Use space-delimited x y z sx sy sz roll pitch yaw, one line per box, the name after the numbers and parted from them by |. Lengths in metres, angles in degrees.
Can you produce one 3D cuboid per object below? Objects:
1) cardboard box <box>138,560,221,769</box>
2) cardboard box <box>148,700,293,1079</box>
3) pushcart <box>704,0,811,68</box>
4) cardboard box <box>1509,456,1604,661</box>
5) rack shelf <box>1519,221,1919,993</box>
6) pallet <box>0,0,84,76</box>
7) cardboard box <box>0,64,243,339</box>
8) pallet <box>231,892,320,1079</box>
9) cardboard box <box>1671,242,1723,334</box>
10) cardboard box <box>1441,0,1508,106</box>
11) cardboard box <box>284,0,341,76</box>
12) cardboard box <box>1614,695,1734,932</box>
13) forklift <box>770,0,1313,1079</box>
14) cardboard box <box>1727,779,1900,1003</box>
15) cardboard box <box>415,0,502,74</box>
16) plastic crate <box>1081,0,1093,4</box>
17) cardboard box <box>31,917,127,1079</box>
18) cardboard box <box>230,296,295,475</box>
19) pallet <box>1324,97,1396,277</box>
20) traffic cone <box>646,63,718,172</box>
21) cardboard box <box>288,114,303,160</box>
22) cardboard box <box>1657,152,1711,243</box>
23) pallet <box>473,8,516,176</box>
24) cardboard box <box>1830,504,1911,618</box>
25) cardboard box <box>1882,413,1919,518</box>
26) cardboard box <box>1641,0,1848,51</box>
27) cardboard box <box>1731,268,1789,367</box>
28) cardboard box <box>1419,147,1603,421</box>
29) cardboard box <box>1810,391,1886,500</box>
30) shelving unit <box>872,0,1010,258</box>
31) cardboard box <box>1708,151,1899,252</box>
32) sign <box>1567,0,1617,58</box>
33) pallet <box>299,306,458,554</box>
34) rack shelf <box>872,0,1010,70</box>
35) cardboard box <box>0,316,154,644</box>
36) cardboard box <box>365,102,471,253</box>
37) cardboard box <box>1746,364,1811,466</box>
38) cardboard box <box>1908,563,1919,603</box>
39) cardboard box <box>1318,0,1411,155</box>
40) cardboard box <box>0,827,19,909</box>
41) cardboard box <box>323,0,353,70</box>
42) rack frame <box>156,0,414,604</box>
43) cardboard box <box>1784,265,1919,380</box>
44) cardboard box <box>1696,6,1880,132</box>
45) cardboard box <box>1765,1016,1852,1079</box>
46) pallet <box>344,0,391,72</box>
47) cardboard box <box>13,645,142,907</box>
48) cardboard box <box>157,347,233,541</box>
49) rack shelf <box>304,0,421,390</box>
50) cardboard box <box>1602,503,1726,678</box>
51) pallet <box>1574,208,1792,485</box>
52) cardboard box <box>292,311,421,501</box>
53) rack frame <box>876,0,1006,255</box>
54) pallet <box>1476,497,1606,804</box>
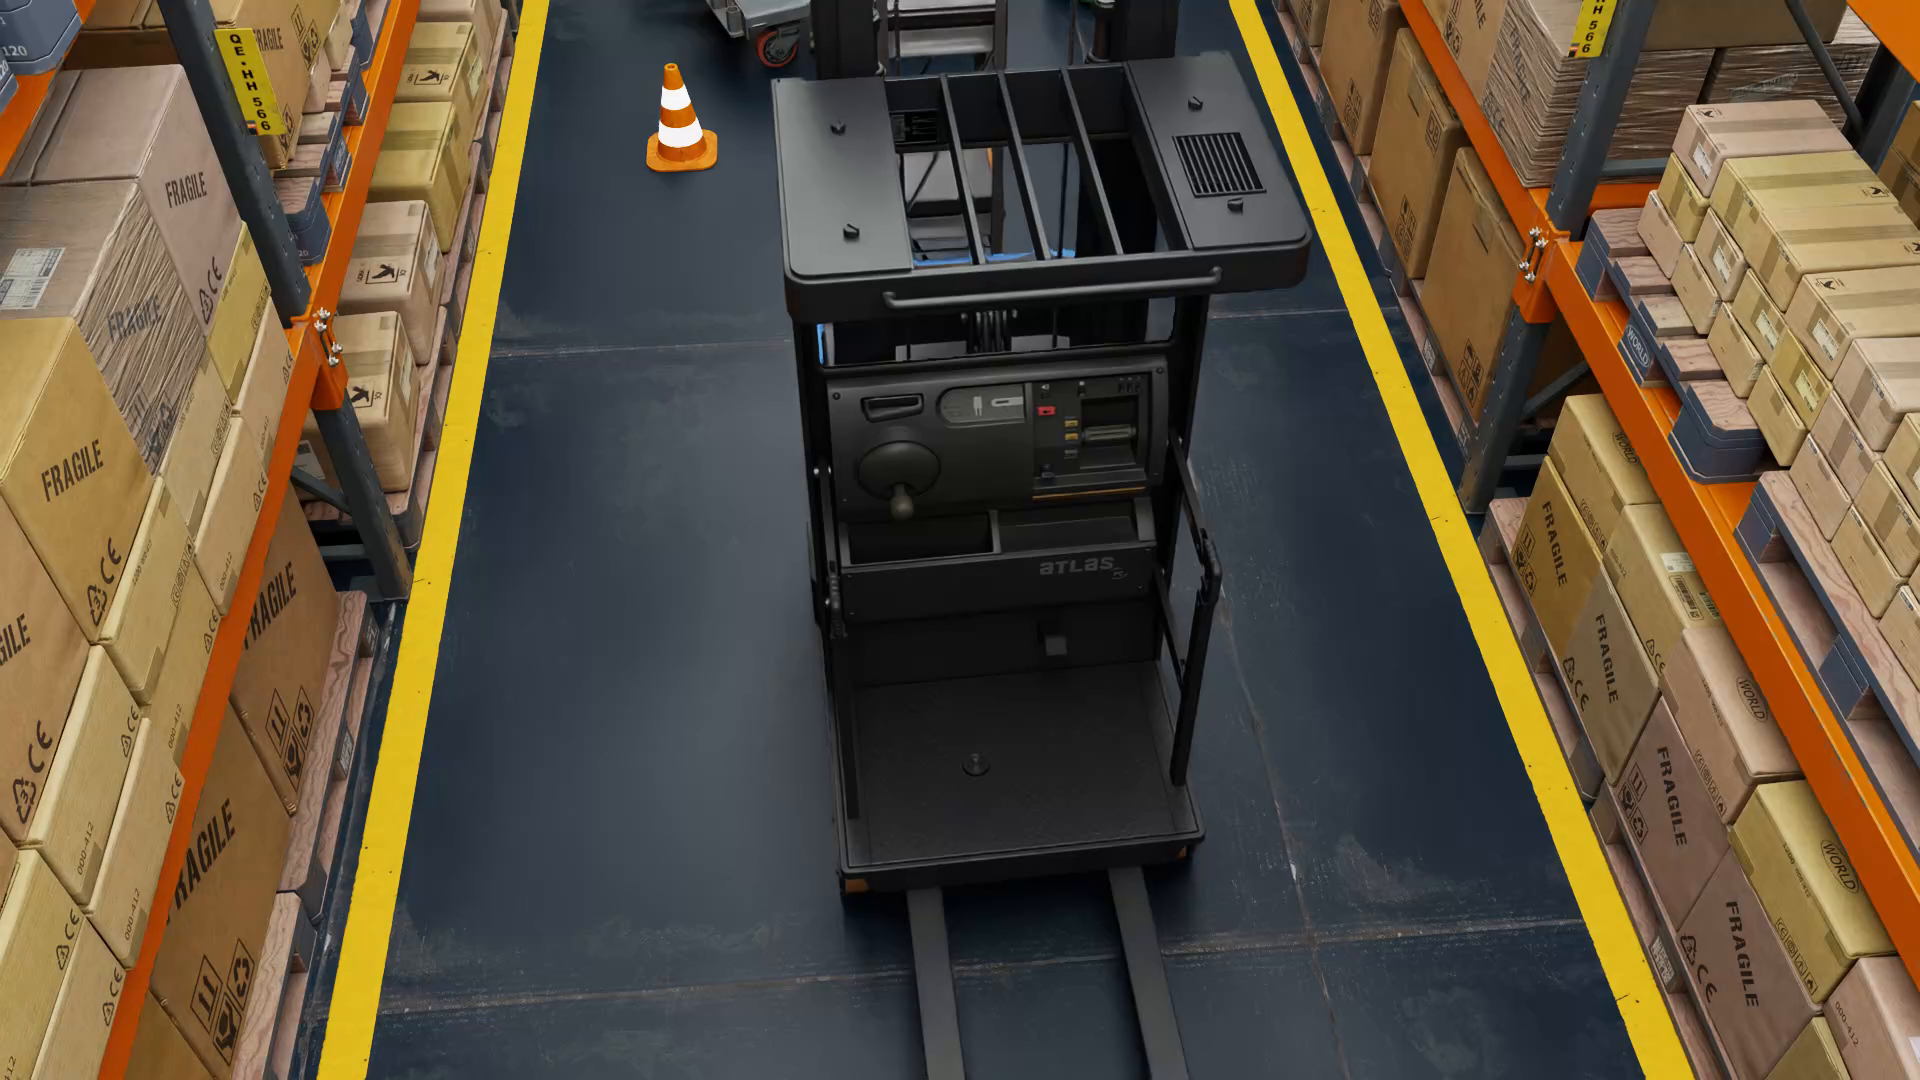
-2.118 0.312 3.991 0.500 0.250 0.500 -4 47 -4 | cardboard box
-2.458 0.913 4.493 0.875 0.875 0.875 -3 47 -3 | cardboard box
-0.571 -2.990 8.822 1.648 0.377 0.936 -19 49 -17 | pushcart
2.226 0.045 5.574 0.500 0.500 0.500 -5 47 -5 | cardboard box
2.588 0.497 4.209 1.077 0.370 4.000 -3 47 -3 | rack shelf
-2.397 -1.327 3.505 1.213 0.211 1.003 -2 47 -1 | pallet
-2.200 -0.843 4.225 0.500 0.500 0.500 -5 47 -4 | cardboard box
-2.414 1.591 4.597 1.003 0.211 1.213 -3 47 -3 | pallet
2.279 -0.725 4.755 0.380 0.149 0.250 -1 47 -1 | cardboard box
2.075 -1.902 5.917 0.500 0.500 0.500 -3 47 -3 | cardboard box
-2.361 -1.820 5.345 0.500 0.500 0.500 -1 47 -1 | cardboard box
2.319 0.780 4.878 0.500 0.500 0.500 -5 47 -4 | cardboard box
0.137 -0.181 4.403 1.130 2.935 3.031 -5 47 -5 | forklift
2.353 0.876 4.270 0.500 0.250 0.500 -5 47 -5 | cardboard box
-2.792 -2.579 8.147 0.950 0.372 0.625 -3 47 -3 | cardboard box
0.766 -3.190 9.102 0.450 0.188 0.662 25 51 9 | plastic crate
-2.015 1.042 3.300 0.500 0.250 0.500 -4 47 -4 | cardboard box
-2.203 -0.421 4.687 0.500 0.250 0.500 -5 47 -5 | cardboard box
2.331 -1.694 7.709 1.003 0.211 1.213 -3 47 -3 | pallet
-1.340 -2.033 7.857 0.336 0.463 0.334 -3 47 -3 | traffic cone
-2.336 -1.334 5.331 0.380 0.149 0.250 -6 47 -6 | cardboard box
2.261 -0.996 4.806 0.380 0.149 0.250 -2 47 -2 | cardboard box
-2.772 -2.195 8.184 1.003 0.211 1.213 -3 47 -3 | pallet
2.370 0.040 4.030 0.380 0.149 0.250 -3 47 -3 | cardboard box
2.378 -0.163 3.812 0.380 0.149 0.250 -2 47 -2 | cardboard box
2.393 -1.901 5.227 0.700 0.500 0.500 -4 47 -4 | cardboard box
2.311 -0.607 4.437 0.380 0.149 0.250 -5 47 -5 | cardboard box
2.459 -1.014 6.405 1.050 0.750 0.750 -4 47 -4 | cardboard box
2.353 -0.244 4.094 0.380 0.149 0.250 -3 47 -3 | cardboard box
-0.086 -1.177 5.919 0.431 2.100 0.503 -5 47 -5 | shelving unit
2.291 -0.919 4.529 0.380 0.149 0.250 -5 47 -4 | cardboard box
1.868 -1.559 4.863 0.100 0.325 0.005 -3 47 -3 | sign
-2.568 -0.430 6.512 1.003 0.211 1.213 -3 47 -3 | pallet
-0.086 -1.649 5.420 0.431 0.518 0.480 -5 47 -5 | rack shelf
-2.114 -0.113 3.533 0.500 0.500 0.500 -3 47 -3 | cardboard box
-2.669 -1.556 7.178 0.950 0.372 0.625 -2 47 -2 | cardboard box
2.326 -0.335 4.385 0.380 0.149 0.250 -2 47 -1 | cardboard box
2.397 0.131 3.739 0.380 0.149 0.250 -2 47 -2 | cardboard box
2.304 -2.320 7.642 1.050 0.750 0.750 -3 47 -3 | cardboard box
-2.029 0.627 2.832 0.500 0.500 0.500 -5 47 -4 | cardboard box
-2.315 -1.735 5.711 0.380 0.149 0.250 -3 47 -3 | cardboard box
-2.504 -0.823 4.964 1.000 3.000 0.127 -3 47 -3 | rack frame
2.329 -0.550 4.179 0.380 0.149 0.250 -5 47 -5 | cardboard box
2.652 -1.573 5.605 0.500 0.500 0.500 -3 47 -3 | cardboard box
2.400 1.521 4.176 0.500 0.500 0.500 -4 47 -4 | cardboard box
-2.710 -2.187 6.387 1.003 0.211 1.213 -3 47 -3 | pallet
-2.056 0.507 3.463 0.500 0.250 0.500 -5 47 -4 | cardboard box
-2.163 -0.238 4.168 0.500 0.250 0.500 -5 47 -4 | cardboard box
-2.671 -2.023 6.595 1.077 0.370 4.000 -3 47 -3 | rack shelf
2.279 0.141 4.967 0.500 0.250 0.500 -4 47 -4 | cardboard box
2.586 -0.622 4.905 1.213 0.211 1.003 -3 47 -3 | pallet
-2.541 -0.473 6.153 0.950 0.372 0.625 -6 47 -6 | cardboard box
-0.057 -1.001 5.752 0.400 2.100 0.015 -5 47 -5 | rack frame
2.484 0.327 5.795 1.003 0.211 1.213 -3 47 -3 | pallet
